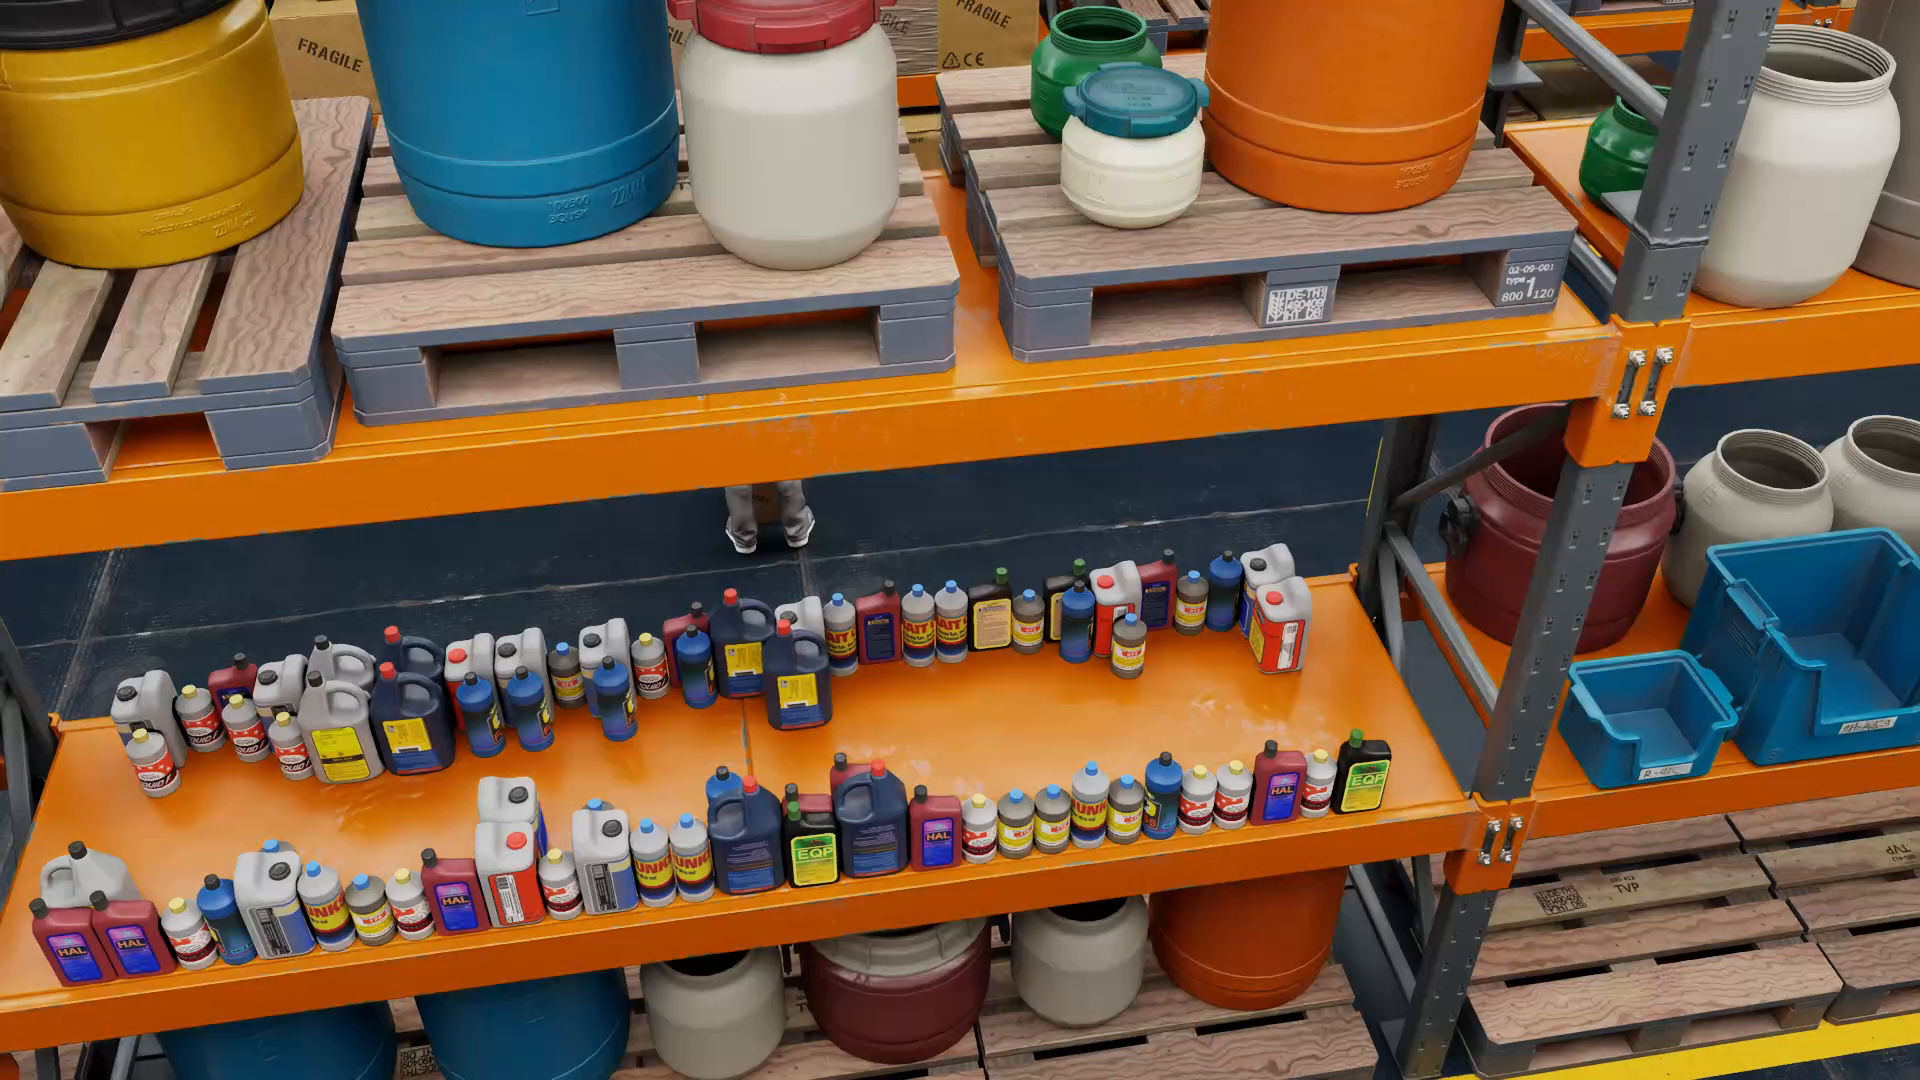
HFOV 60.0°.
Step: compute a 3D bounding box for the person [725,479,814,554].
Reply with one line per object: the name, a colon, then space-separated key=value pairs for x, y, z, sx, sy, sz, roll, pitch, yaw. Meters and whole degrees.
person: x=-0.872 y=-0.600 z=6.935 sx=0.464 sy=1.547 sz=0.345 roll=-6 pitch=40 yaw=-8
